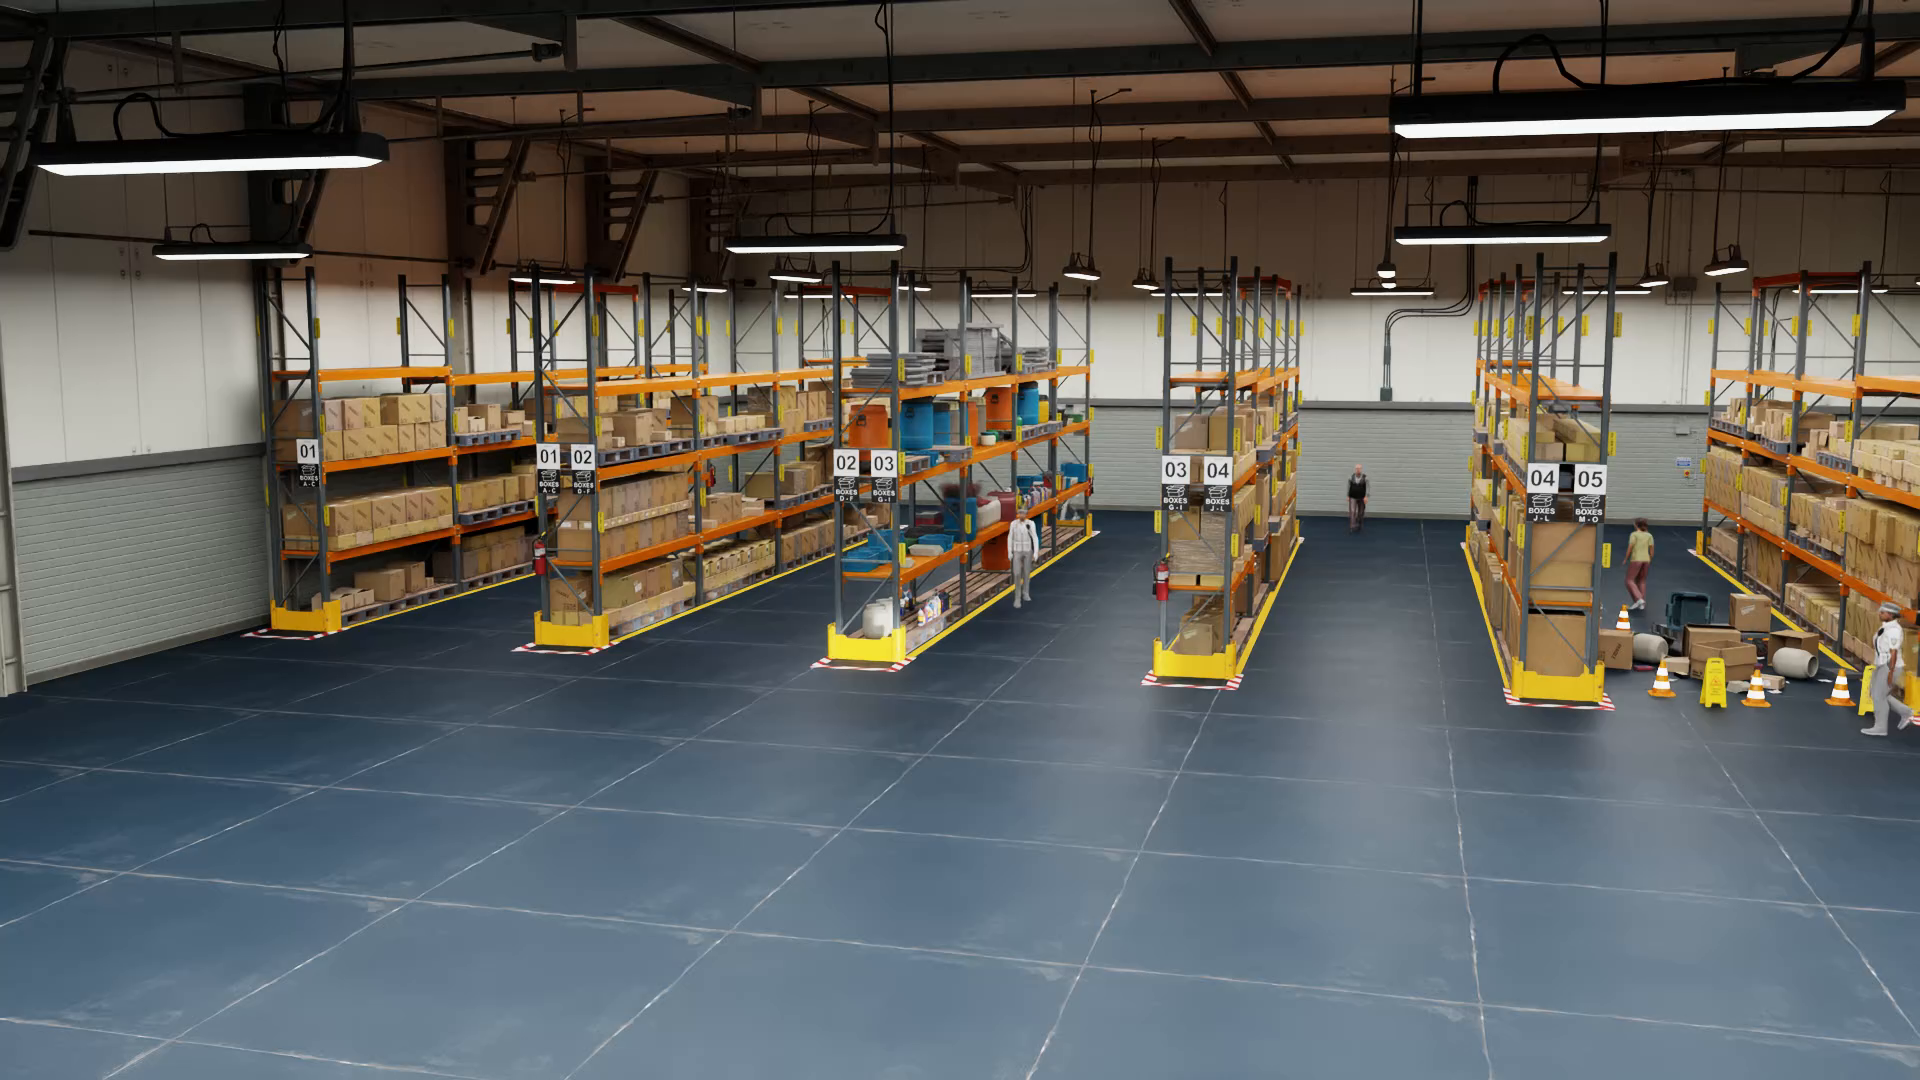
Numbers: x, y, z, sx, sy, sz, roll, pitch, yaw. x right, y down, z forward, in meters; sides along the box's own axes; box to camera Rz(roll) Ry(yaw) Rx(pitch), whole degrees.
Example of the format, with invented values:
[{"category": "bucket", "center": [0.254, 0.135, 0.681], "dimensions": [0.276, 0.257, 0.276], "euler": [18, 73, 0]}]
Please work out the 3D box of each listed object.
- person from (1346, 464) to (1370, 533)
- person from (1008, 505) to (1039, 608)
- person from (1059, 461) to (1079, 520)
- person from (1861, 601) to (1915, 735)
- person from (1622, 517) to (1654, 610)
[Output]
[{"category": "person", "center": [9.773, -1.023, 40.775], "dimensions": [0.544, 1.653, 1.059], "euler": [1, 7, 9]}, {"category": "person", "center": [1.092, 0.273, 28.719], "dimensions": [0.539, 1.768, 0.445], "euler": [1, 7, 4]}, {"category": "person", "center": [2.752, -1.227, 42.646], "dimensions": [1.062, 1.611, 0.485], "euler": [-7, 10, -44]}, {"category": "person", "center": [11.456, 1.573, 20.429], "dimensions": [0.619, 1.666, 0.458], "euler": [2, 7, 14]}, {"category": "person", "center": [12.189, 0.427, 29.746], "dimensions": [0.518, 1.645, 0.568], "euler": [-1, 7, -10]}]
